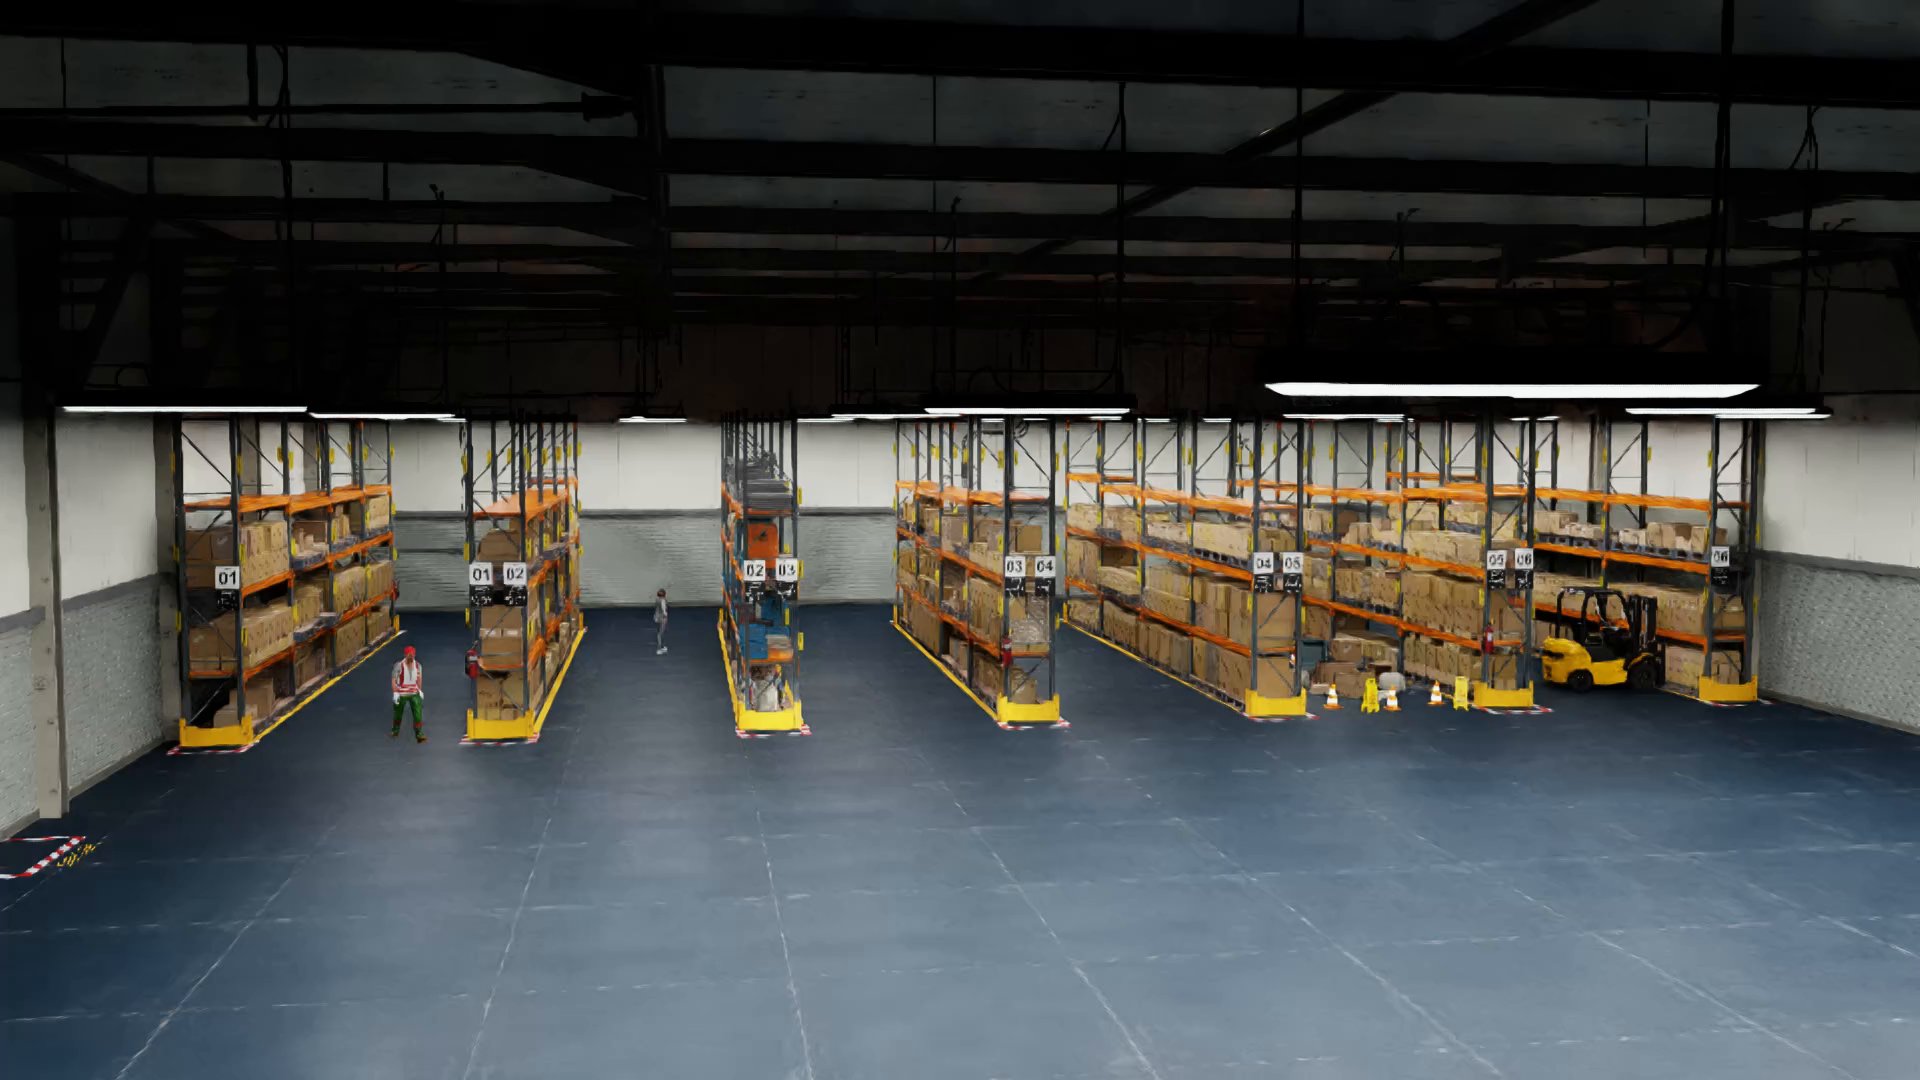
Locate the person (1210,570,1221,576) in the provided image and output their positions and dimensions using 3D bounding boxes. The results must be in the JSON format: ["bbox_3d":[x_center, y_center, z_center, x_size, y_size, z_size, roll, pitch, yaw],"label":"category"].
[{"bbox_3d":[7.281,1.515,47.666,0.511,1.764,0.737,0,4,-7],"label":"person"}]

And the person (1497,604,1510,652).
[{"bbox_3d":[12.143,2.213,37.313,0.486,1.785,0.616,2,4,21],"label":"person"}]

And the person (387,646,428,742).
[{"bbox_3d":[-9.966,2.766,30.013,0.617,1.748,0.977,-3,5,-35],"label":"person"}]

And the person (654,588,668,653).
[{"bbox_3d":[-7.451,2.005,41.652,0.419,1.603,0.504,-3,5,-37],"label":"person"}]
